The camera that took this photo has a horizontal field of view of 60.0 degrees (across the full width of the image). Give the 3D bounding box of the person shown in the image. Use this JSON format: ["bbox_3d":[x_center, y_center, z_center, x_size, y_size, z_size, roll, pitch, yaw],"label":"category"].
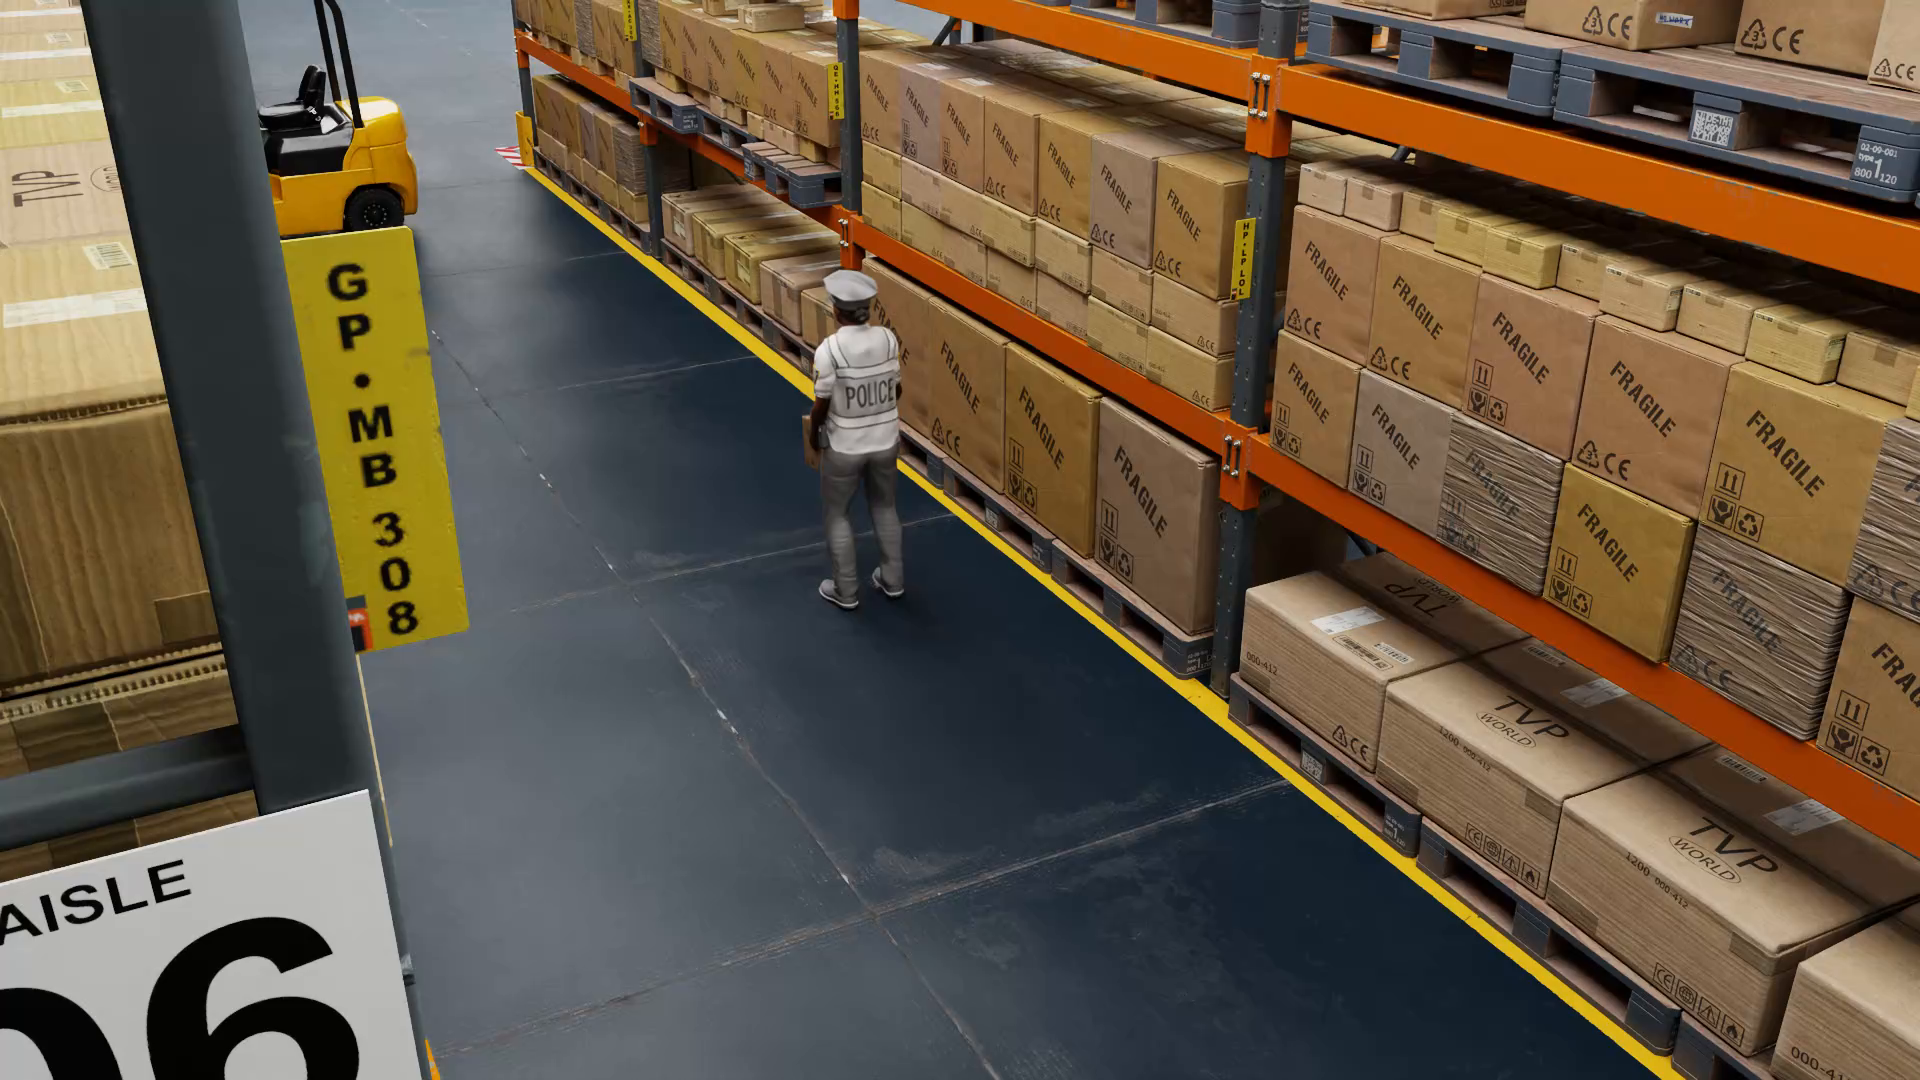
[{"bbox_3d":[-0.505,-0.477,8.077,0.481,1.682,0.415,-14,29,-26],"label":"person"}]
